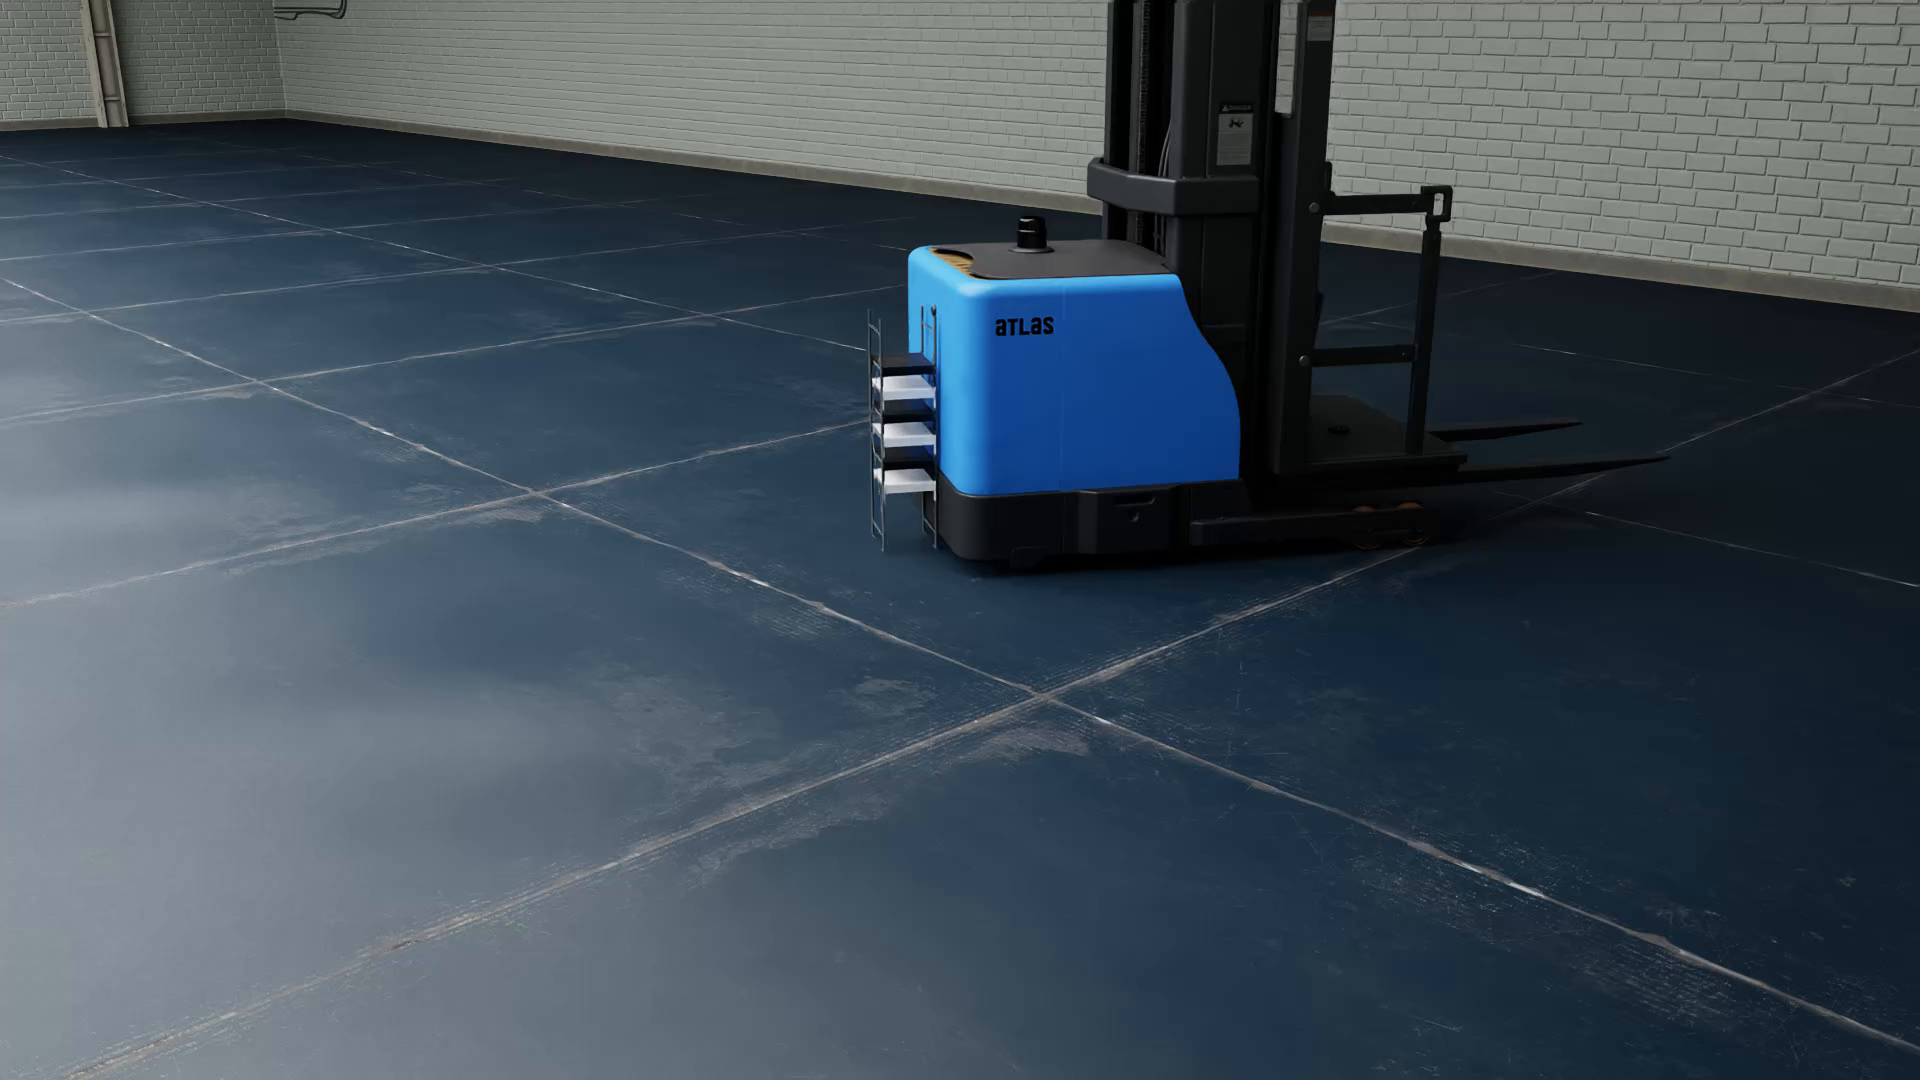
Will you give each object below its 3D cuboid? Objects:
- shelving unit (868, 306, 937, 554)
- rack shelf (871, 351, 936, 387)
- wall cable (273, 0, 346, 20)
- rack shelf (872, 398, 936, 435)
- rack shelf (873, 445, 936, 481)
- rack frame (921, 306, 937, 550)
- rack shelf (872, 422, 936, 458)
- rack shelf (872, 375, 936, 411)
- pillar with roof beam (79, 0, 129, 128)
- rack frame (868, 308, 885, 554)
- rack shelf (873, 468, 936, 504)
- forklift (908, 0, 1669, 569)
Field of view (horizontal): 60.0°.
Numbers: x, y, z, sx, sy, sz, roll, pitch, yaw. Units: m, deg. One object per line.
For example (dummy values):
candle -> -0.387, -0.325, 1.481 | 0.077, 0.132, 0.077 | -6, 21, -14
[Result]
shelving unit -> -0.217, -0.419, 6.317 | 0.210, 0.900, 0.258 | -4, 18, -13
rack shelf -> -0.217, -0.644, 6.244 | 0.200, 0.077, 0.258 | -4, 18, -13
wall cable -> -11.114, -10.053, 27.935 | 0.112, 2.526, 3.097 | -16, 24, -41
rack shelf -> -0.217, -0.473, 6.299 | 0.200, 0.077, 0.258 | -4, 18, -13
rack shelf -> -0.217, -0.301, 6.355 | 0.200, 0.077, 0.258 | -4, 18, -13
rack frame -> -0.118, -0.426, 6.340 | 0.006, 0.900, 0.240 | -4, 18, -13
rack shelf -> -0.217, -0.387, 6.327 | 0.200, 0.077, 0.258 | -4, 18, -13
rack shelf -> -0.217, -0.558, 6.271 | 0.200, 0.077, 0.258 | -4, 18, -13
pillar with roof beam -> -11.205, -10.237, 23.469 | 0.400, 9.000, 9.100 | -16, 24, -41
rack frame -> -0.316, -0.411, 6.294 | 0.006, 0.900, 0.240 | -4, 18, -13
rack shelf -> -0.217, -0.216, 6.383 | 0.200, 0.077, 0.258 | -4, 18, -13
forklift -> 1.354, -1.511, 6.392 | 3.031, 2.935, 1.130 | -4, 18, -13
